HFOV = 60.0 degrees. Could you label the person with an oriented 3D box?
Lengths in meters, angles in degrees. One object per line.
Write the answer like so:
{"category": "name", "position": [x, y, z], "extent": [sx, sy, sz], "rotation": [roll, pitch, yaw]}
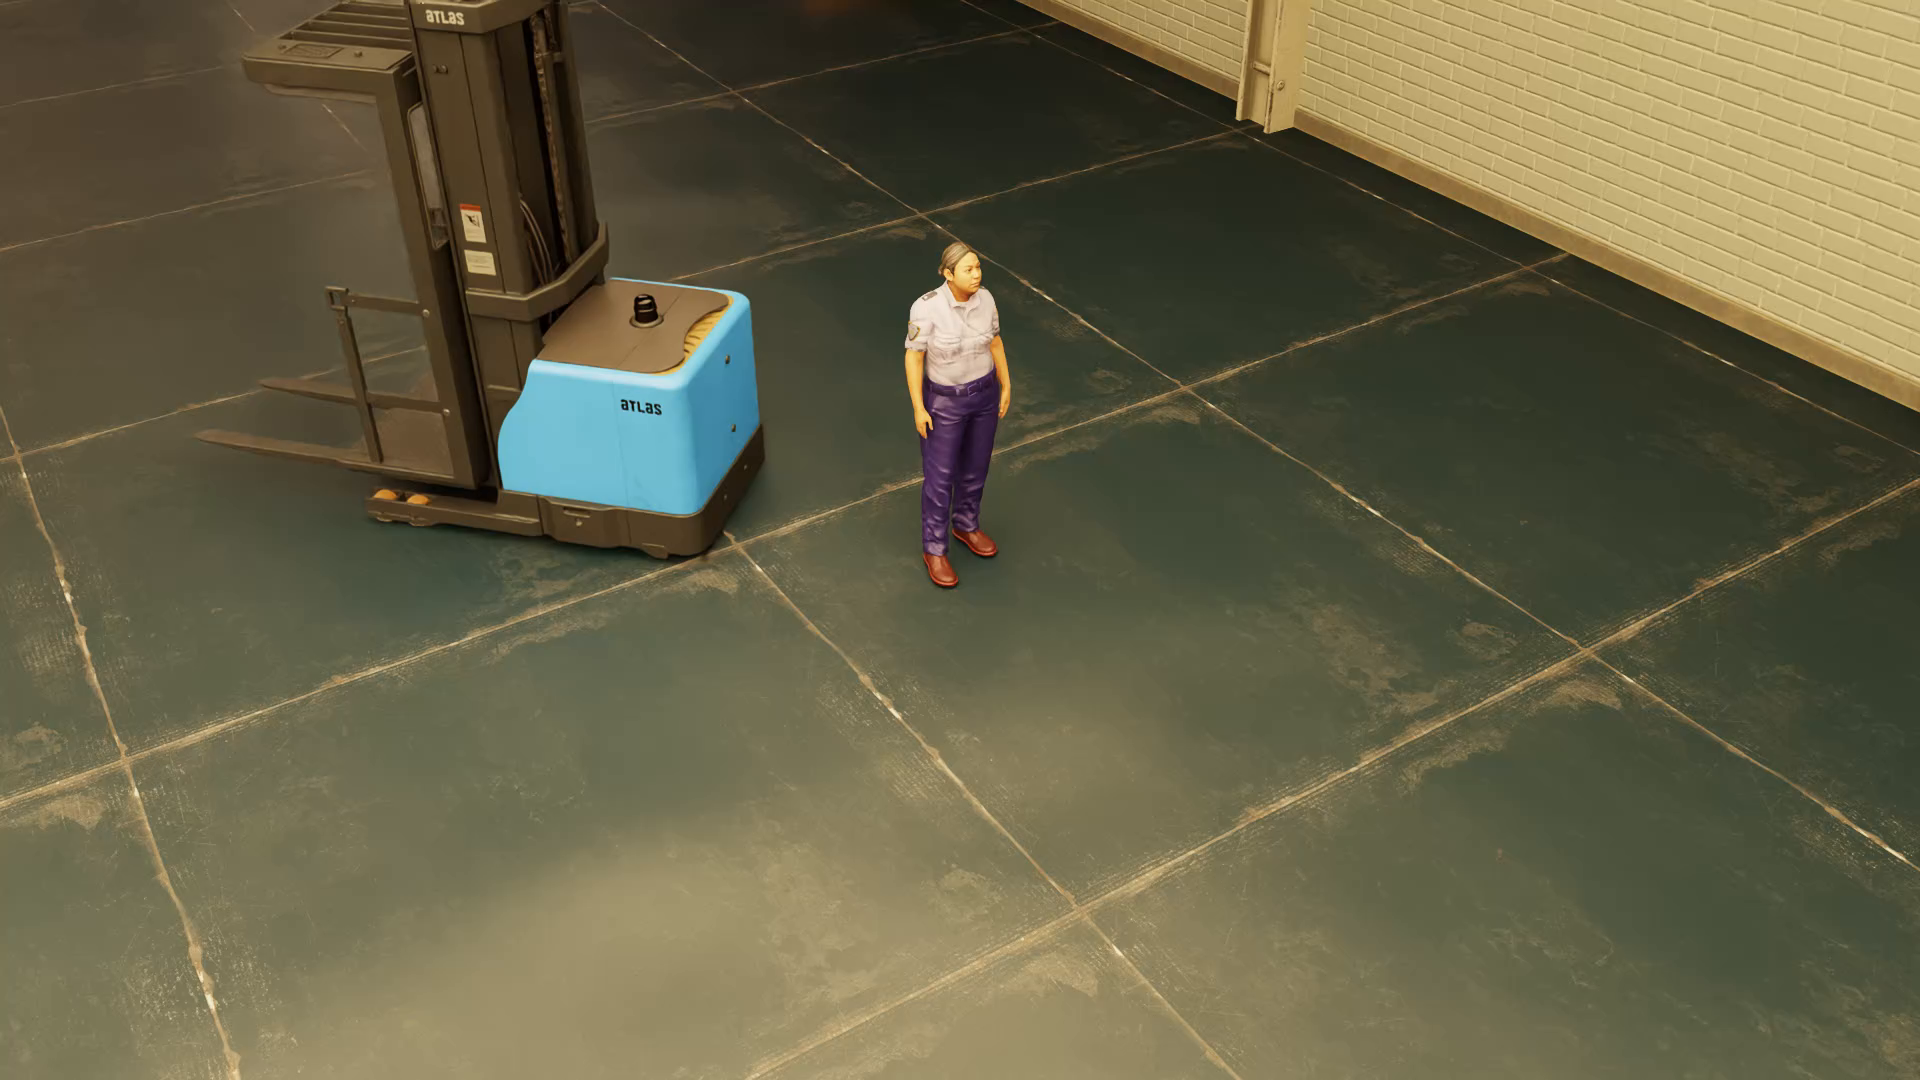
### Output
{"category": "person", "position": [0.030, -0.630, 8.148], "extent": [0.599, 1.650, 0.503], "rotation": [-21, 40, -27]}

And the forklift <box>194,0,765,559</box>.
{"category": "forklift", "position": [-2.654, -1.554, 8.360], "extent": [3.031, 2.935, 1.130], "rotation": [8, 36, 12]}
